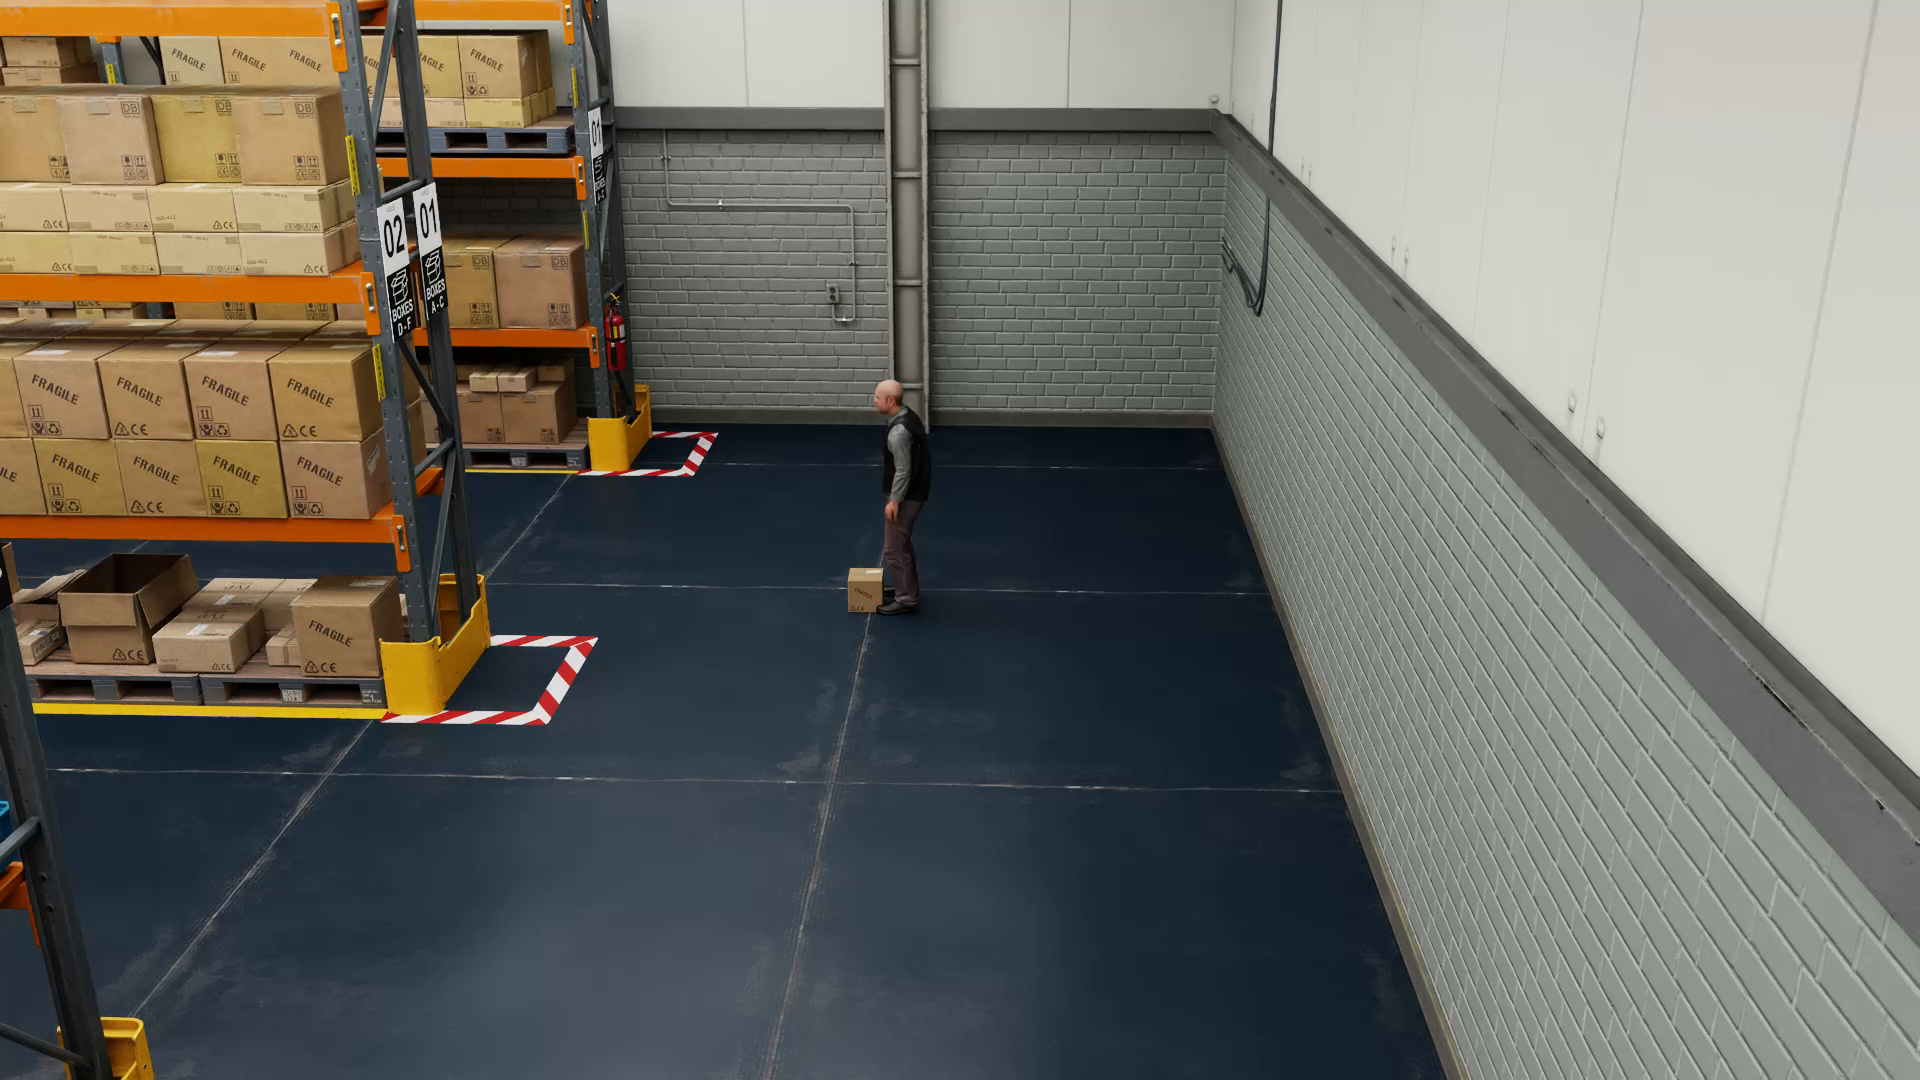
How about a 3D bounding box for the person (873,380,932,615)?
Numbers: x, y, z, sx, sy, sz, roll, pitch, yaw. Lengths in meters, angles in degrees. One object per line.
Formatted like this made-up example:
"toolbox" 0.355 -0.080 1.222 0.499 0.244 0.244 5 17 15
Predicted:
"person" -0.409 -0.272 11.982 0.414 1.619 0.580 0 21 1
